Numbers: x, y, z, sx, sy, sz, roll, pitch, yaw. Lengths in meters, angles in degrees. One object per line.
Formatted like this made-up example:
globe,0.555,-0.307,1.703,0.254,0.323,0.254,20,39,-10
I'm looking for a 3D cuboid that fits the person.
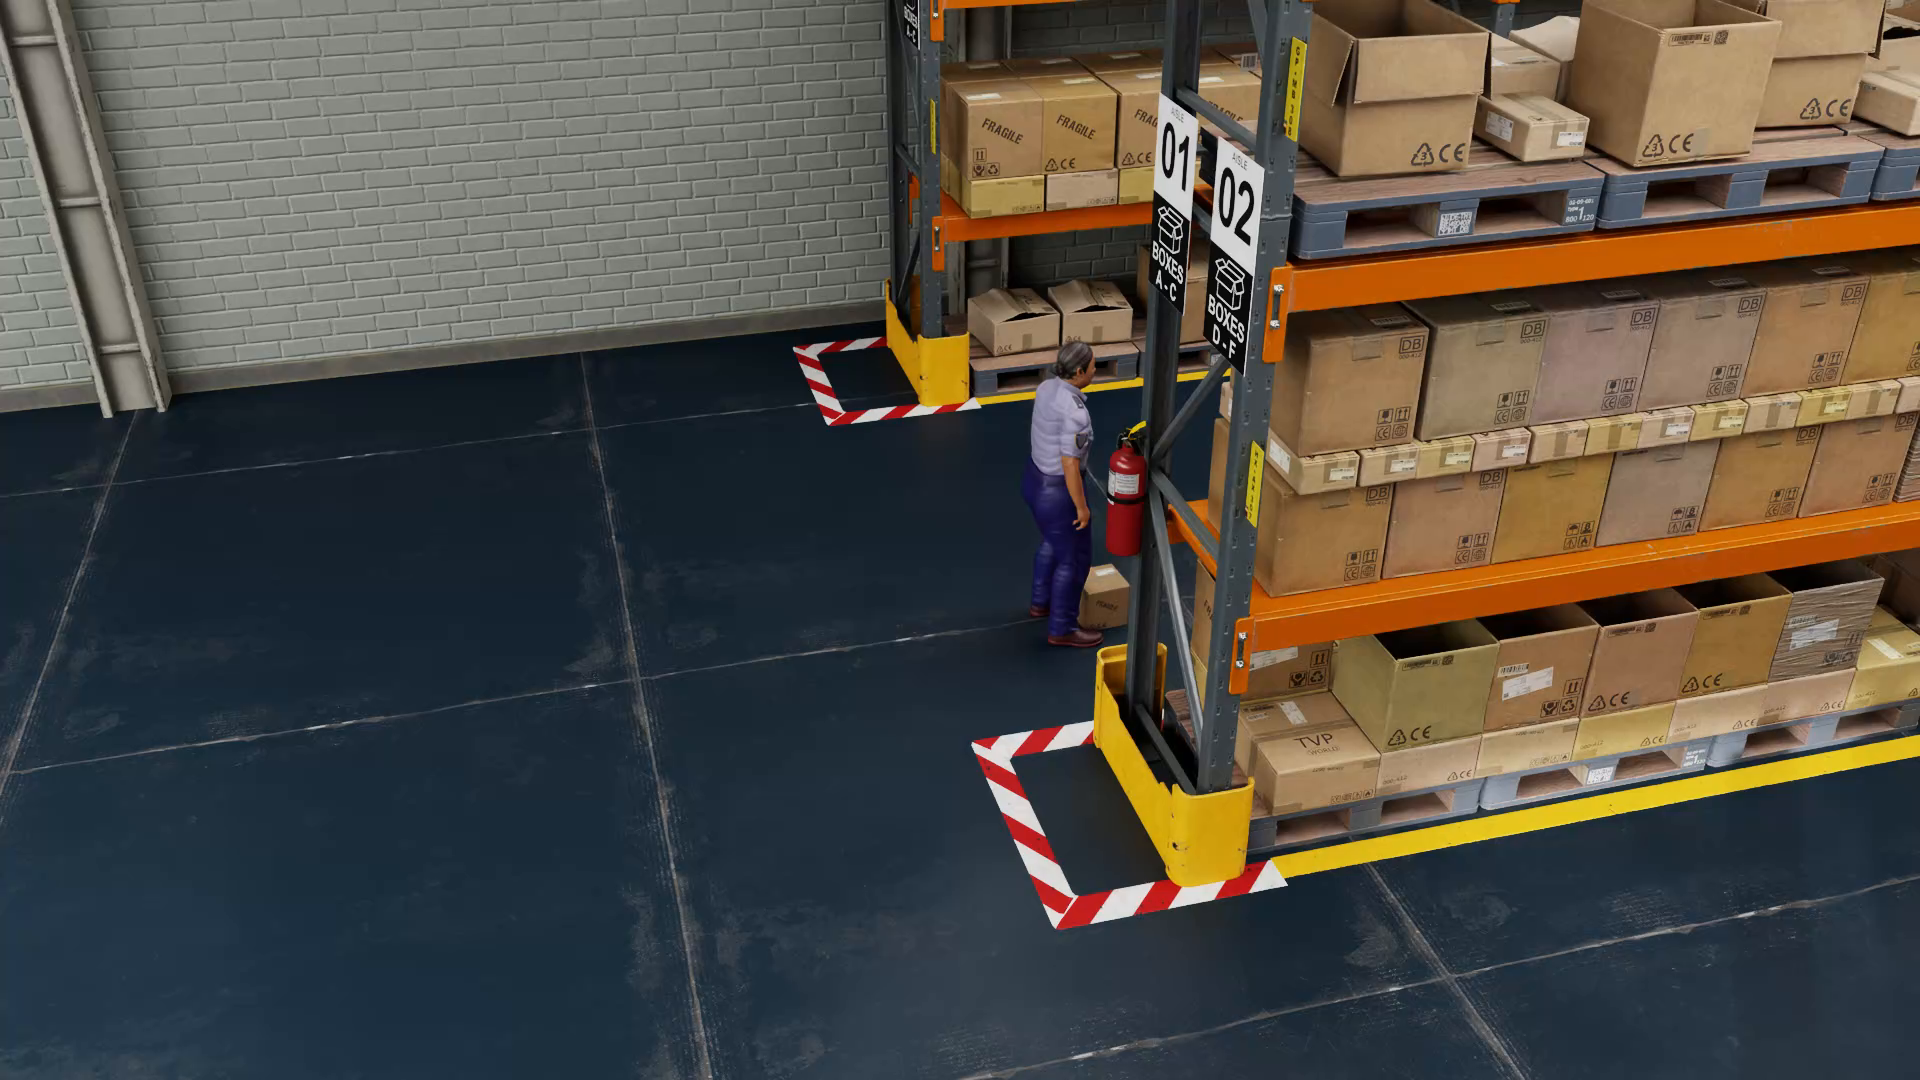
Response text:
person,0.534,-0.250,8.667,0.376,1.650,0.552,-10,32,-16
